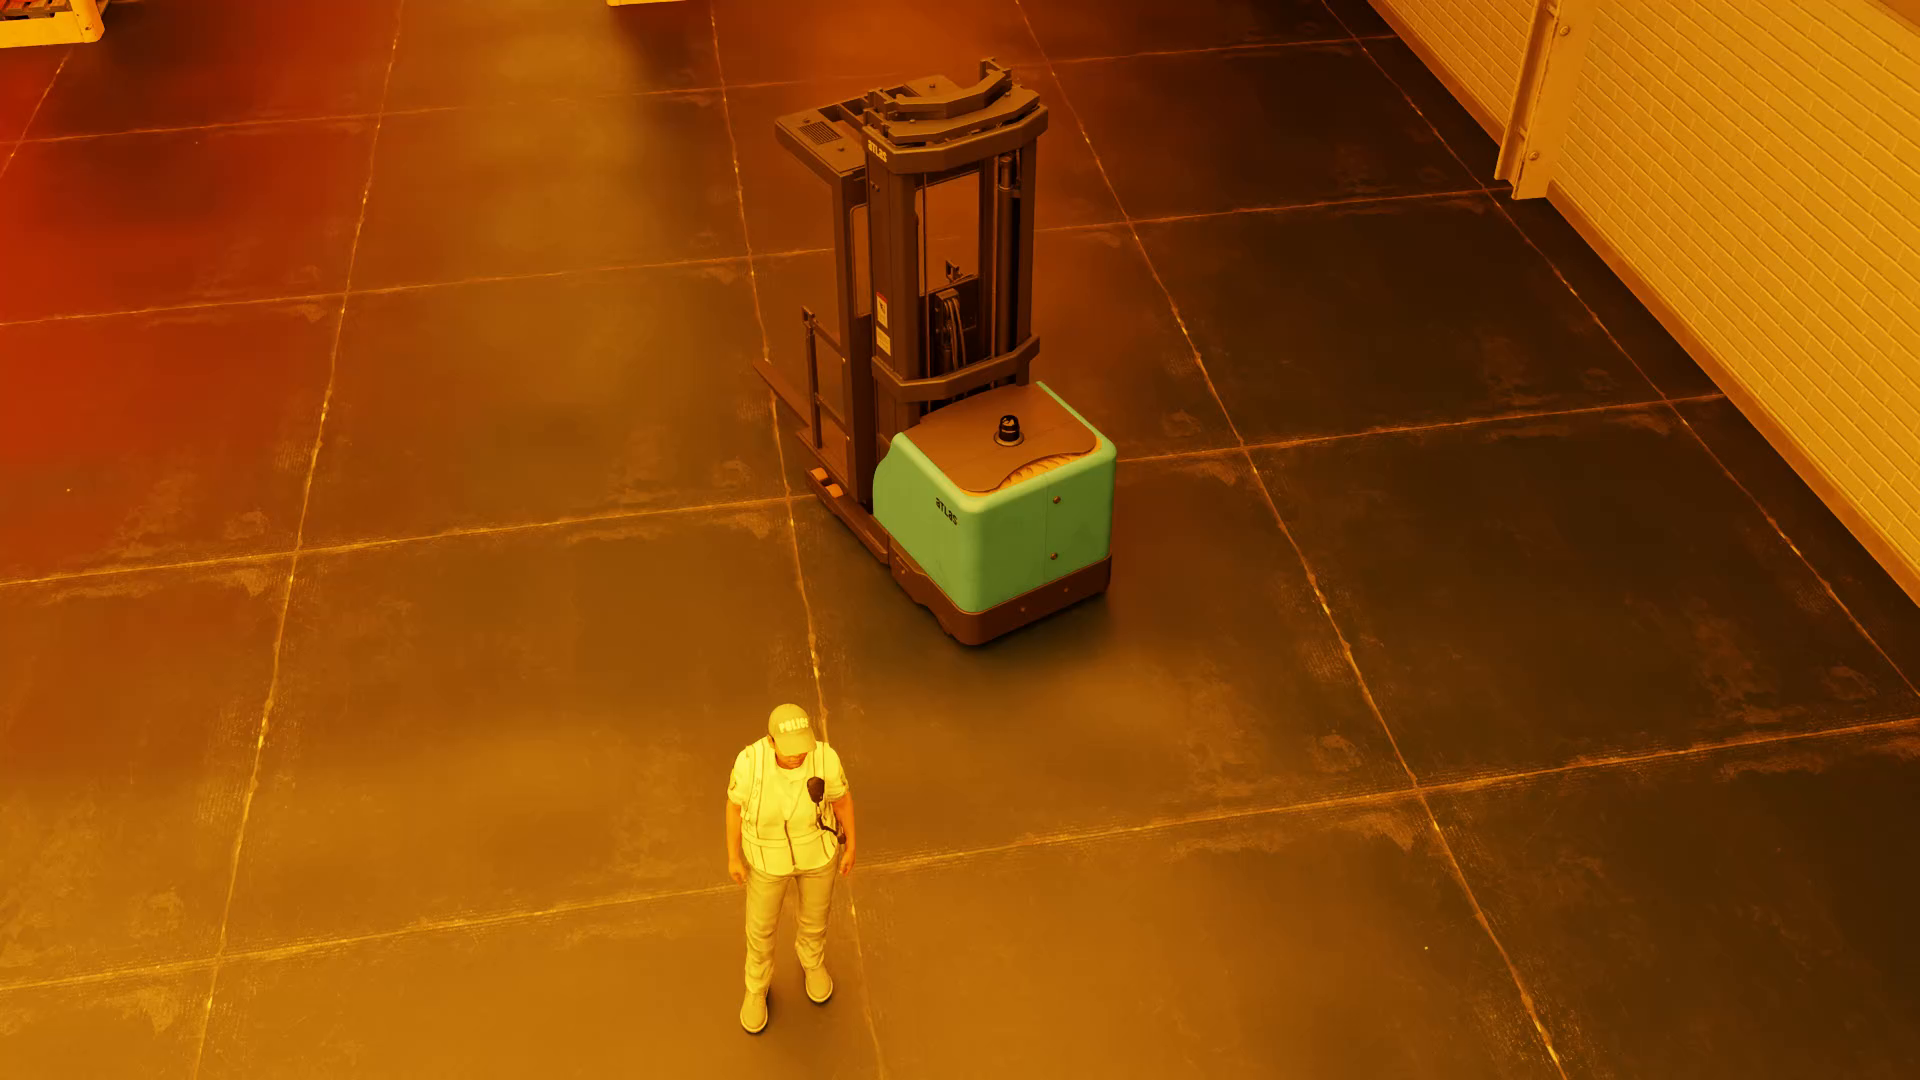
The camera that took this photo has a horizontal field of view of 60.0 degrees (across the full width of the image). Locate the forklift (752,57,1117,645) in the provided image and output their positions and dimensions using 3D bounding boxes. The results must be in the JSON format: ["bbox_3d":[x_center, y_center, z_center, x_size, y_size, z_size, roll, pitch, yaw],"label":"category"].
[{"bbox_3d":[-0.325,-1.450,9.663,1.130,2.935,3.031,-22,45,-24],"label":"forklift"}]

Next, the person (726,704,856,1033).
[{"bbox_3d":[-0.741,1.417,7.254,0.598,1.670,0.529,-6,41,-8],"label":"person"}]
